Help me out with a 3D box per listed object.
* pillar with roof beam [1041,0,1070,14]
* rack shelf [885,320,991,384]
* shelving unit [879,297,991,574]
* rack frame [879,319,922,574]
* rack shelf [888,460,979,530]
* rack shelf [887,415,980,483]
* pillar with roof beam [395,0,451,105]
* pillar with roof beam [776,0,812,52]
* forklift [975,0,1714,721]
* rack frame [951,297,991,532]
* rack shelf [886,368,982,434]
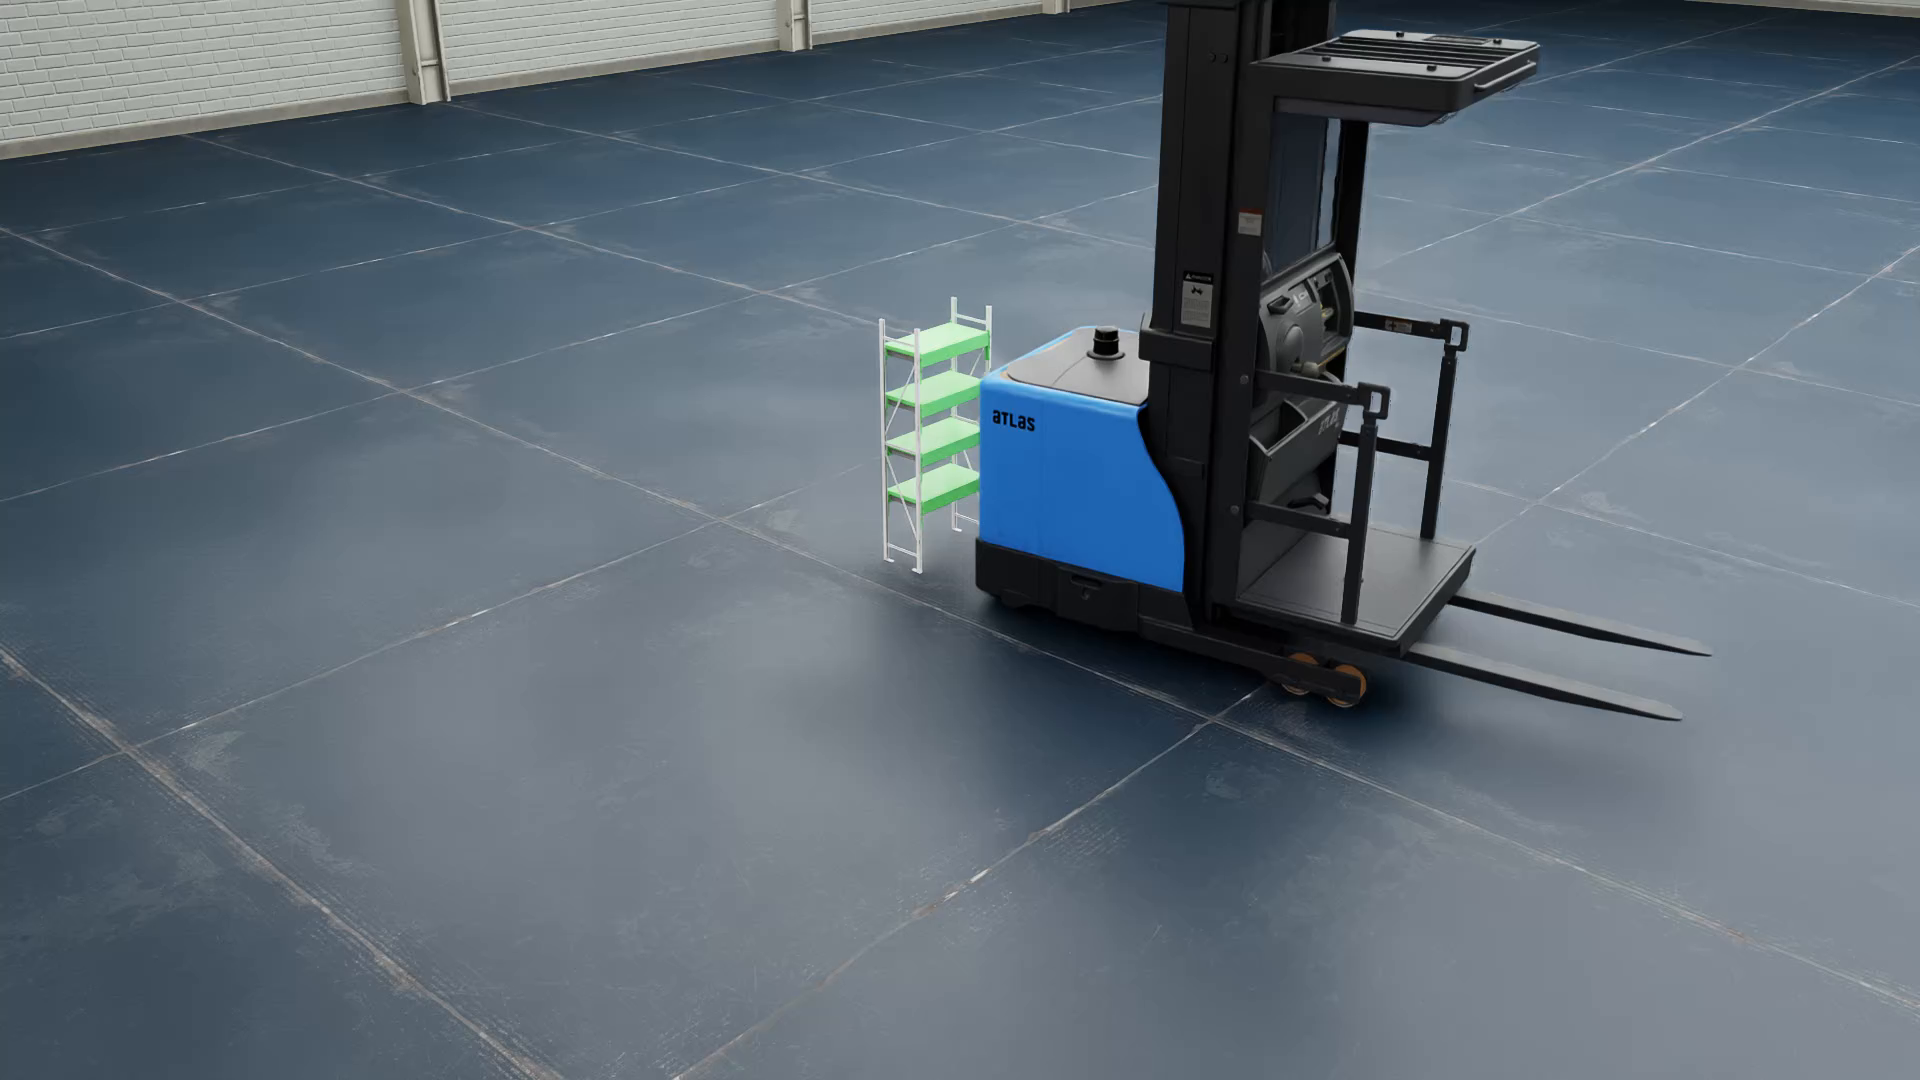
[{"bbox_3d":[4.822,-11.877,23.741,9.100,9.000,0.400,20,31,38],"label":"pillar with roof beam"},{"bbox_3d":[-0.110,-0.877,7.722,0.258,0.148,0.480,20,31,38],"label":"rack shelf"},{"bbox_3d":[-0.110,-0.497,7.892,0.258,1.200,0.503,20,31,38],"label":"shelving unit"},{"bbox_3d":[-0.273,-0.423,7.726,0.240,1.200,0.015,20,31,38],"label":"rack frame"},{"bbox_3d":[-0.110,-0.220,8.016,0.258,0.148,0.480,20,31,38],"label":"rack shelf"},{"bbox_3d":[-0.110,-0.439,7.918,0.258,0.148,0.480,20,31,38],"label":"rack shelf"},{"bbox_3d":[-3.187,-8.221,15.586,9.100,9.000,0.400,20,31,38],"label":"pillar with roof beam"},{"bbox_3d":[0.818,-10.049,19.663,9.100,9.000,0.400,20,31,38],"label":"pillar with roof beam"},{"bbox_3d":[1.590,-0.908,6.692,3.031,2.935,1.130,15,28,29],"label":"forklift"},{"bbox_3d":[0.052,-0.571,8.058,0.240,1.200,0.015,20,31,38],"label":"rack frame"},{"bbox_3d":[-0.110,-0.658,7.820,0.258,0.148,0.480,20,31,38],"label":"rack shelf"}]
